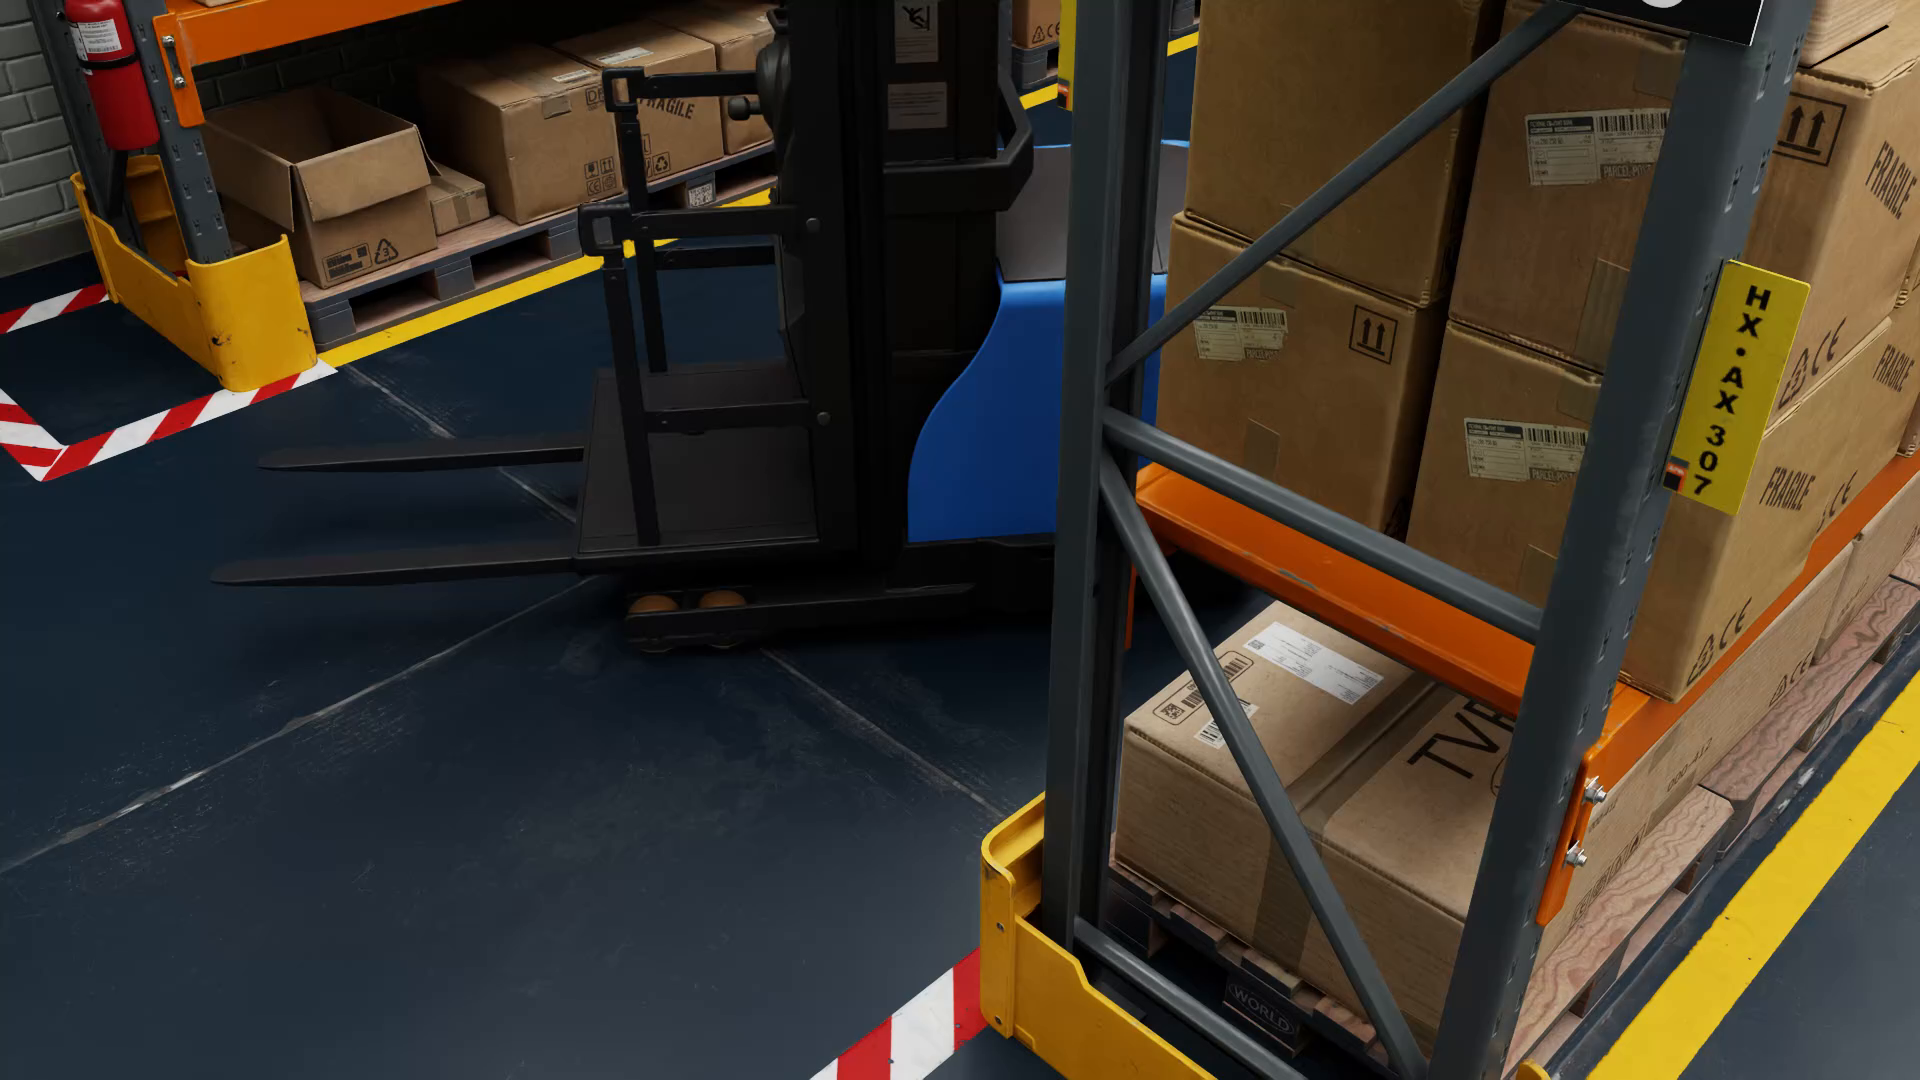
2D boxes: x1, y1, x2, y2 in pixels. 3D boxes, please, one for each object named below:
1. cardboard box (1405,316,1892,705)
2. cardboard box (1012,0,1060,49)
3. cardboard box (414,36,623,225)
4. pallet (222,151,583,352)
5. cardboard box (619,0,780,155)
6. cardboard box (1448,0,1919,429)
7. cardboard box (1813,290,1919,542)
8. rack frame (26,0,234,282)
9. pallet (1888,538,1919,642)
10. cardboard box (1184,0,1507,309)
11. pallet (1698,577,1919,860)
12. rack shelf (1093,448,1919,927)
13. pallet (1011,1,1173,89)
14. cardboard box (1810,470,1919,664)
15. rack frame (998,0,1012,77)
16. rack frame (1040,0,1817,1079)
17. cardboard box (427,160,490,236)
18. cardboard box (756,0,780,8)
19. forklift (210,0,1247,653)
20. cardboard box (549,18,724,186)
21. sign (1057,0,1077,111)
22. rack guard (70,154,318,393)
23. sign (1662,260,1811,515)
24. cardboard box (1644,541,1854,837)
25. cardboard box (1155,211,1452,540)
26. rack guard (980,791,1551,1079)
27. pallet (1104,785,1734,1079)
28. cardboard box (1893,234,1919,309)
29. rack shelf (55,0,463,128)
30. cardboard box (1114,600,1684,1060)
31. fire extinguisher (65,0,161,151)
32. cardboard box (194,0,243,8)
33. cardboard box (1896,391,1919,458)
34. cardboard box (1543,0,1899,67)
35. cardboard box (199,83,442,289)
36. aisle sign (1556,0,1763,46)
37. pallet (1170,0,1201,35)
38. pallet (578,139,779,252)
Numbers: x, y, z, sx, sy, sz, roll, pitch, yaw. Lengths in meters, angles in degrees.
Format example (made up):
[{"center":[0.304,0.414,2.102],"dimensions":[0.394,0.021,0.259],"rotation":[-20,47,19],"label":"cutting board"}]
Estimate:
[{"center":[1.112,-0.143,2.746],"dimensions":[0.500,0.500,0.500],"rotation":[29,44,35],"label":"cardboard box"},{"center":[0.364,-2.898,8.602],"dimensions":[0.500,0.500,0.500],"rotation":[-28,43,-34],"label":"cardboard box"},{"center":[-1.827,-1.710,6.898],"dimensions":[0.500,0.500,0.700],"rotation":[-28,44,-34],"label":"cardboard box"},{"center":[-2.341,-1.233,6.834],"dimensions":[1.003,0.211,1.213],"rotation":[30,45,35],"label":"pallet"},{"center":[-1.096,-2.132,7.503],"dimensions":[0.700,0.500,0.500],"rotation":[28,43,34],"label":"cardboard box"},{"center":[1.110,-0.554,2.461],"dimensions":[0.500,0.500,0.500],"rotation":[28,44,34],"label":"cardboard box"},{"center":[1.448,-0.360,3.056],"dimensions":[0.500,0.500,0.500],"rotation":[29,44,35],"label":"cardboard box"},{"center":[-2.955,-2.022,5.527],"dimensions":[1.000,3.000,0.127],"rotation":[30,45,35],"label":"rack frame"},{"center":[2.797,-0.226,5.389],"dimensions":[1.003,0.211,1.213],"rotation":[30,45,35],"label":"pallet"},{"center":[0.741,-0.766,2.764],"dimensions":[0.500,0.500,0.500],"rotation":[-28,44,-34],"label":"cardboard box"},{"center":[1.937,0.272,4.676],"dimensions":[1.003,0.211,1.213],"rotation":[30,45,35],"label":"pallet"},{"center":[1.979,-0.540,4.031],"dimensions":[1.077,0.370,4.000],"rotation":[30,45,35],"label":"rack shelf"},{"center":[0.409,-2.847,9.149],"dimensions":[1.003,0.211,1.213],"rotation":[30,45,35],"label":"pallet"},{"center":[2.239,-0.193,4.777],"dimensions":[0.875,0.438,0.875],"rotation":[28,44,34],"label":"cardboard box"},{"center":[-0.137,-3.646,7.856],"dimensions":[1.000,3.000,0.127],"rotation":[30,45,35],"label":"rack frame"},{"center":[0.570,-0.023,2.661],"dimensions":[1.000,3.000,0.127],"rotation":[30,45,35],"label":"rack frame"},{"center":[-2.130,-1.392,6.749],"dimensions":[0.380,0.149,0.250],"rotation":[28,43,34],"label":"cardboard box"},{"center":[-0.770,-2.542,8.257],"dimensions":[0.500,0.311,0.500],"rotation":[-28,44,-34],"label":"cardboard box"},{"center":[-0.657,-1.198,4.406],"dimensions":[3.031,2.935,1.130],"rotation":[-4,35,-6],"label":"forklift"},{"center":[-1.384,-1.885,7.148],"dimensions":[0.500,0.500,0.500],"rotation":[-29,44,-35],"label":"cardboard box"},{"center":[0.195,-0.820,2.584],"dimensions":[0.100,0.325,0.005],"rotation":[30,45,35],"label":"sign"},{"center":[-2.902,-1.028,6.286],"dimensions":[1.175,0.500,0.348],"rotation":[30,45,35],"label":"rack guard"},{"center":[0.960,-0.185,2.066],"dimensions":[0.100,0.325,0.005],"rotation":[30,45,35],"label":"sign"},{"center":[1.603,0.172,4.253],"dimensions":[0.875,0.438,0.875],"rotation":[-29,44,-34],"label":"cardboard box"},{"center":[0.722,-0.367,3.066],"dimensions":[0.500,0.500,0.500],"rotation":[-30,45,-35],"label":"cardboard box"},{"center":[0.553,1.012,3.362],"dimensions":[1.175,0.500,0.348],"rotation":[30,45,35],"label":"rack guard"},{"center":[1.078,0.765,3.969],"dimensions":[1.003,0.211,1.213],"rotation":[30,45,35],"label":"pallet"},{"center":[1.469,-0.767,2.766],"dimensions":[0.500,0.500,0.500],"rotation":[28,44,34],"label":"cardboard box"},{"center":[-1.546,-2.539,6.897],"dimensions":[1.077,0.370,4.000],"rotation":[30,45,35],"label":"rack shelf"},{"center":[0.964,0.547,3.716],"dimensions":[0.875,0.438,0.875],"rotation":[28,44,34],"label":"cardboard box"},{"center":[-2.731,-1.591,5.303],"dimensions":[0.296,0.674,0.183],"rotation":[30,45,35],"label":"fire extinguisher"},{"center":[-2.529,-1.942,5.632],"dimensions":[0.380,0.149,0.250],"rotation":[29,44,35],"label":"cardboard box"},{"center":[1.820,-0.559,3.342],"dimensions":[0.500,0.500,0.500],"rotation":[29,44,35],"label":"cardboard box"},{"center":[1.016,-0.773,2.207],"dimensions":[0.250,0.149,0.380],"rotation":[-29,44,-35],"label":"cardboard box"},{"center":[-2.457,-1.381,6.422],"dimensions":[0.797,0.503,0.637],"rotation":[28,43,34],"label":"cardboard box"},{"center":[0.725,-0.943,1.708],"dimensions":[0.394,0.787,0.004],"rotation":[30,45,35],"label":"aisle sign"},{"center":[1.269,-3.345,9.862],"dimensions":[1.003,0.211,1.213],"rotation":[30,45,35],"label":"pallet"},{"center":[-1.481,-1.726,7.540],"dimensions":[1.003,0.211,1.213],"rotation":[30,45,35],"label":"pallet"}]
